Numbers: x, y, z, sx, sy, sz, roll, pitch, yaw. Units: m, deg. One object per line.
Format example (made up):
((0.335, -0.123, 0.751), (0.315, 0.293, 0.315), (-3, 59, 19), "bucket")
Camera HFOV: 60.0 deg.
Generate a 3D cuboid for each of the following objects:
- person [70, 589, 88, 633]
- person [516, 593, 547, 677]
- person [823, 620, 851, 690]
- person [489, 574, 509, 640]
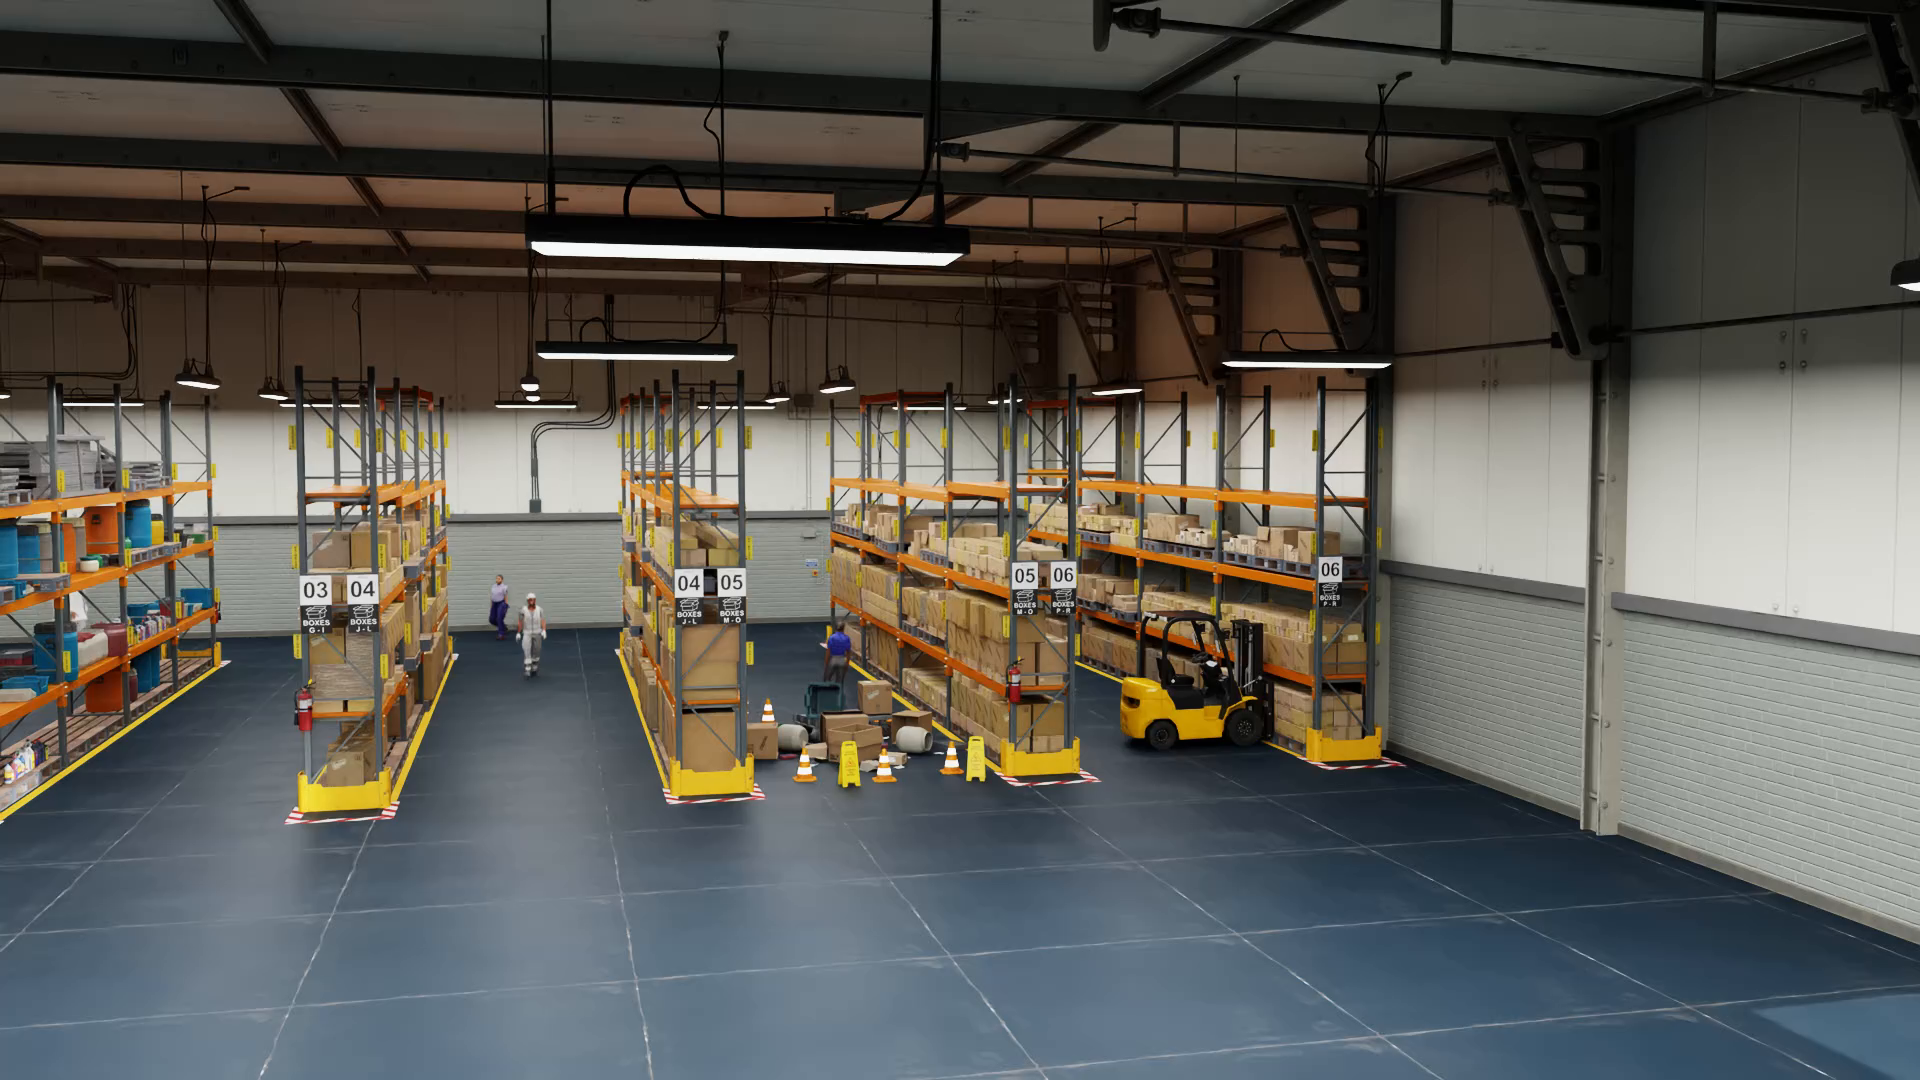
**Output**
((-21.094, 1.722, 39.750), (0.533, 1.777, 0.608), (-1, 3, -9), "person")
((-9.108, 1.996, 35.329), (0.621, 1.721, 1.050), (-1, 4, -19), "person")
((-2.315, 2.329, 30.930), (0.578, 1.645, 0.425), (-1, 4, -14), "person")
((-11.571, 1.673, 41.812), (0.478, 1.635, 0.488), (2, 4, 32), "person")
